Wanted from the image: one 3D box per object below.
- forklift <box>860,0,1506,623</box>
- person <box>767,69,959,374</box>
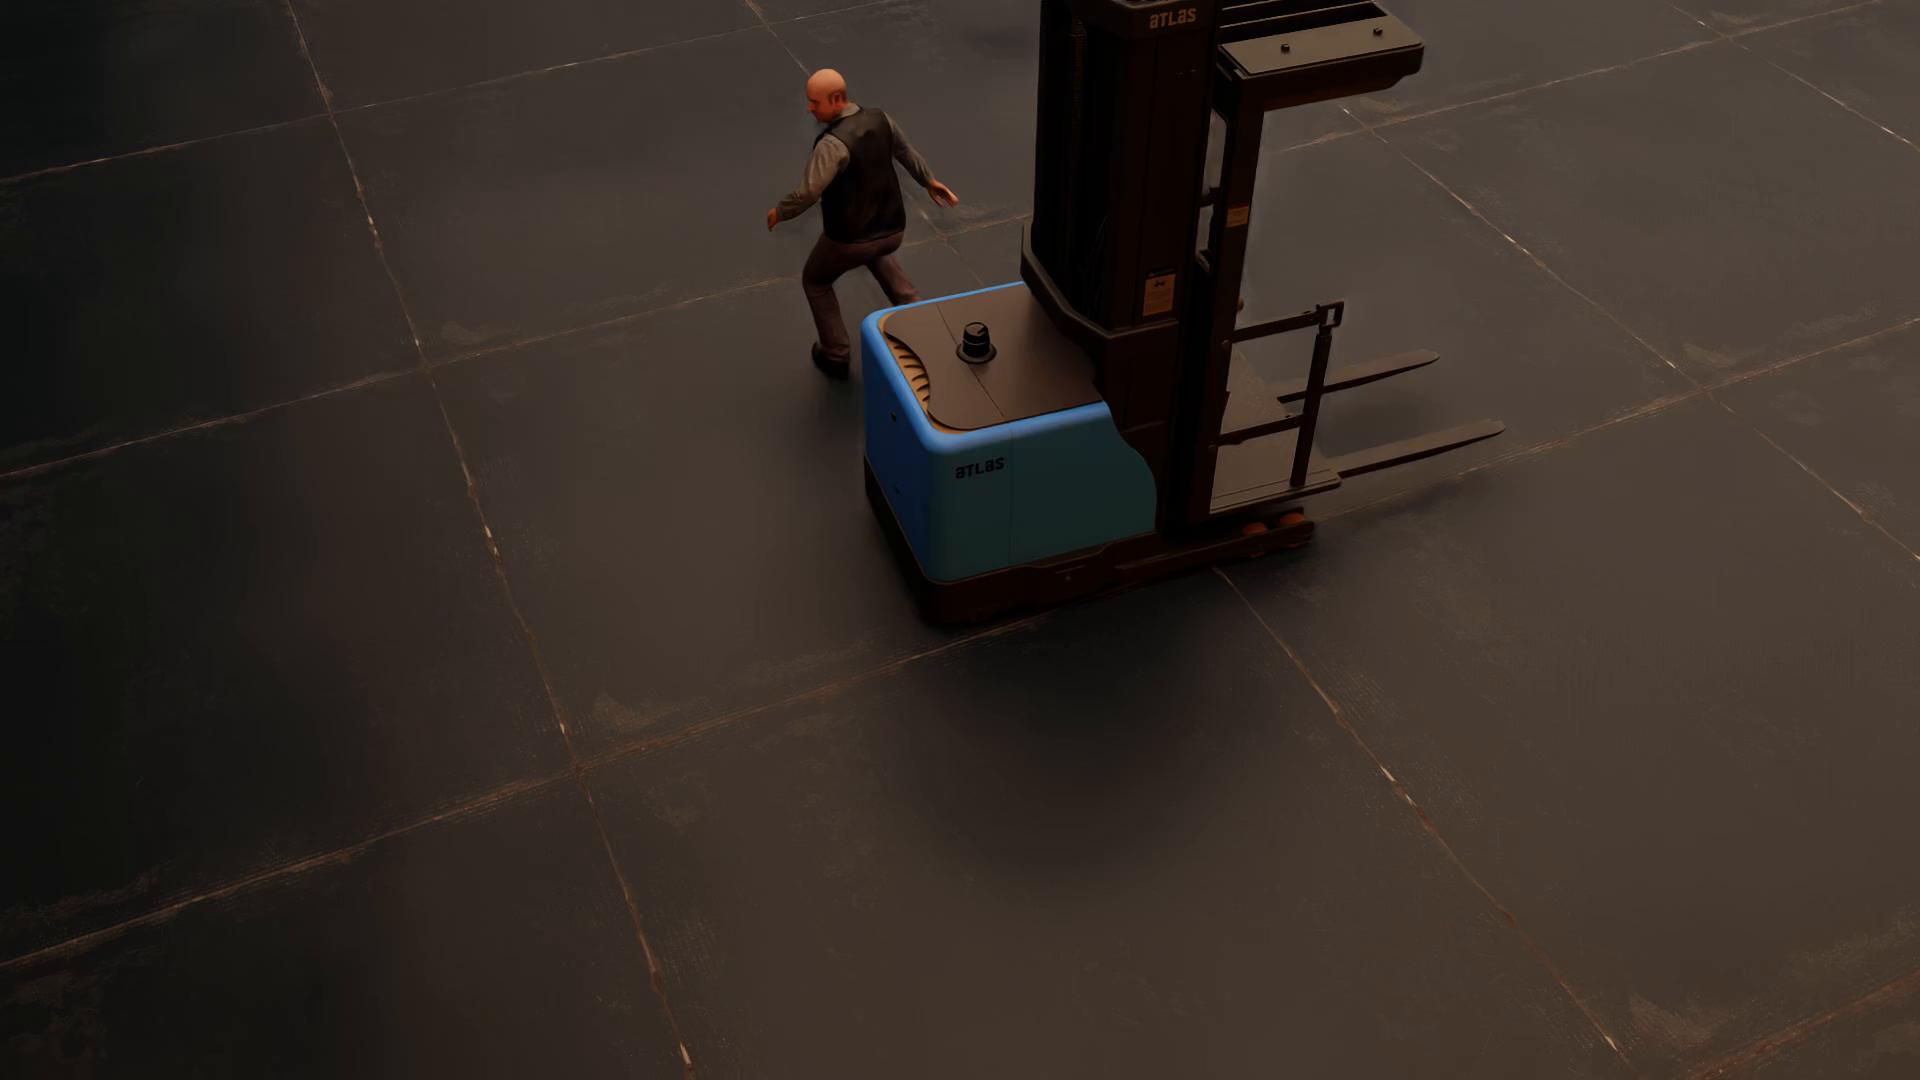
[{"bbox_3d":[1.119,-1.317,7.092,3.031,2.935,1.130,-14,45,-14],"label":"forklift"},{"bbox_3d":[-0.485,-1.631,8.492,0.967,1.607,0.502,-33,52,-31],"label":"person"}]
